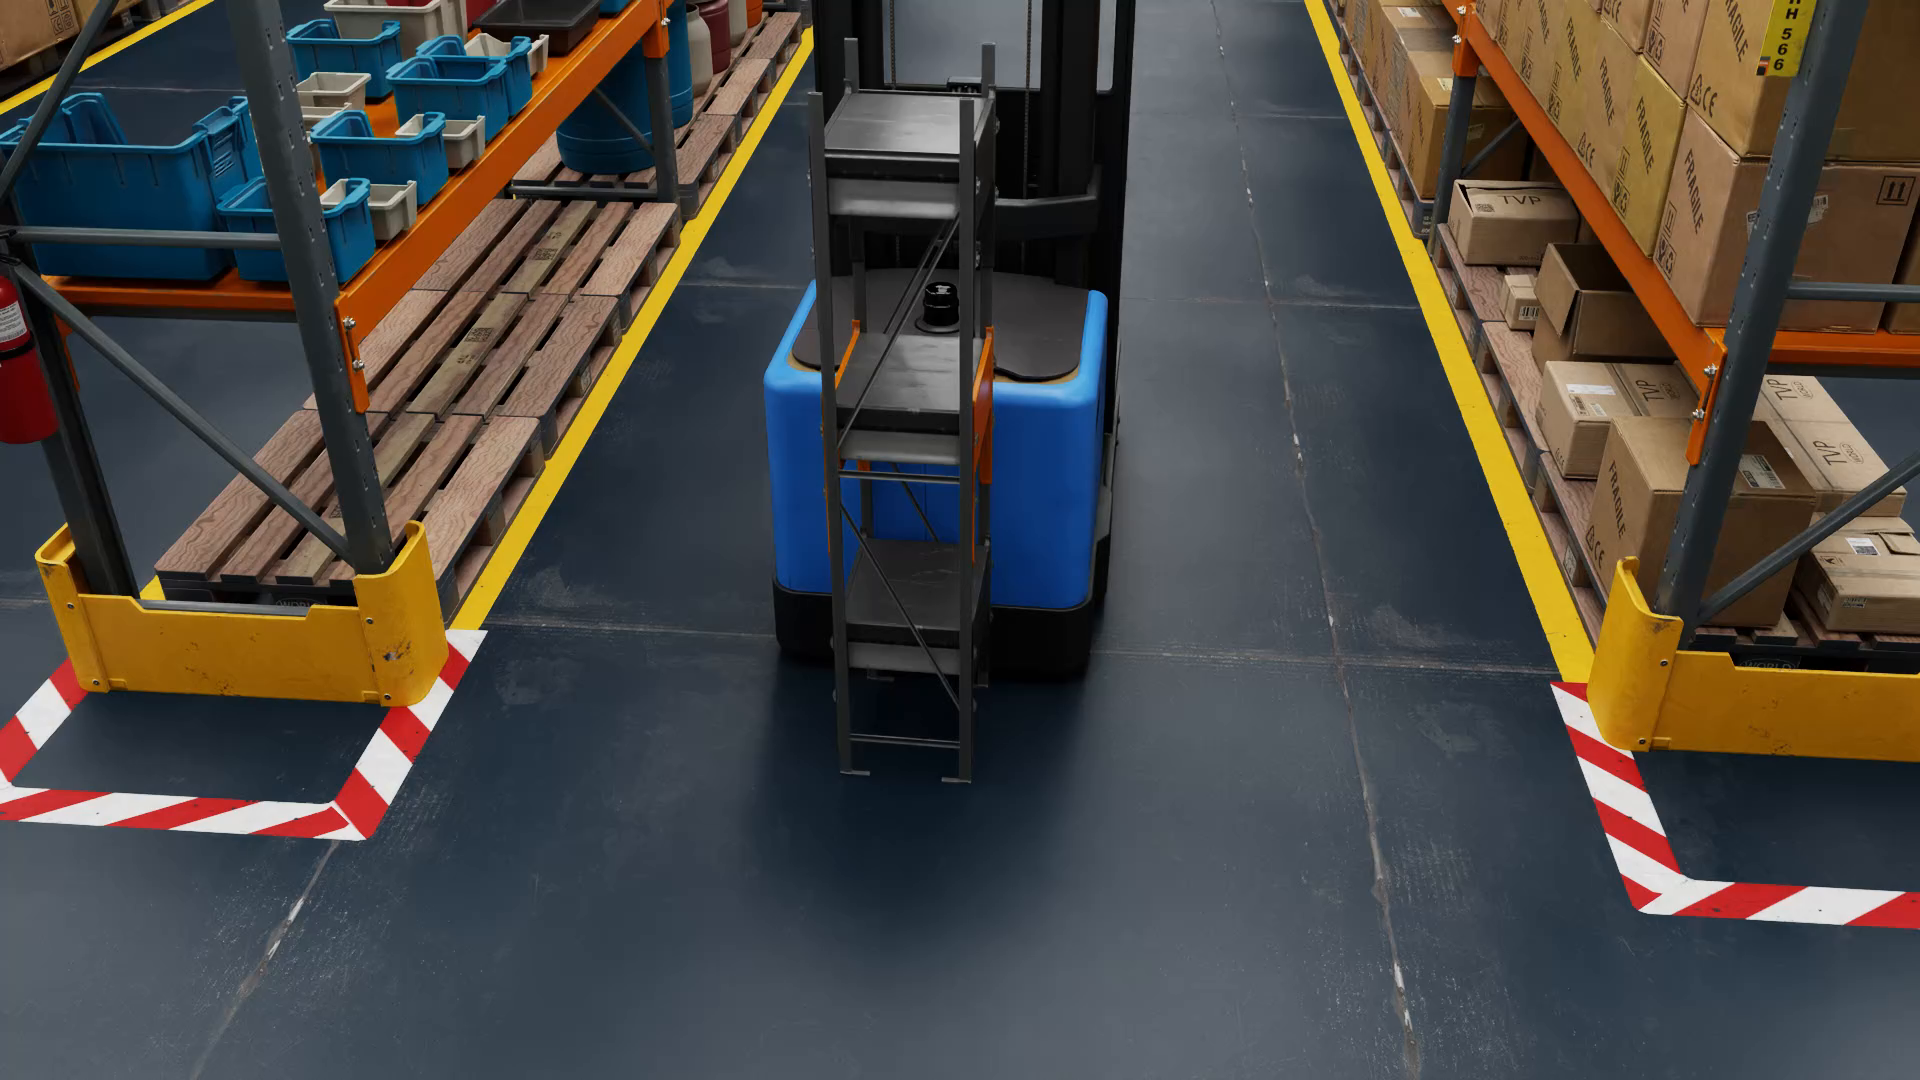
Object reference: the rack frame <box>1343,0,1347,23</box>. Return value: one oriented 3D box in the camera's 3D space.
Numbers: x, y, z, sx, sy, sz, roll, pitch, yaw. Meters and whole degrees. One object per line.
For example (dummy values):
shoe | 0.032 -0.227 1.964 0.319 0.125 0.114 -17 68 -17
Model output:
rack frame | 3.261 -4.831 11.230 1.000 3.000 0.127 2 32 4

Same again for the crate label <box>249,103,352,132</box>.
crate label | -2.404 -1.506 6.029 0.396 0.136 0.243 2 32 4

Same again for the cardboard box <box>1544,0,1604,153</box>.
cardboard box | 2.501 -1.732 6.106 0.500 0.500 0.500 2 32 3

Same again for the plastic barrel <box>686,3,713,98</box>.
plastic barrel | -1.747 -3.018 10.259 0.421 0.512 0.421 0 32 0

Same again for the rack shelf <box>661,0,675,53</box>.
rack shelf | -1.838 -3.692 10.068 1.077 0.370 4.000 2 32 4

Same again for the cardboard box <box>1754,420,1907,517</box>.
cardboard box | 2.978 -0.198 5.914 0.500 0.250 0.500 2 32 4

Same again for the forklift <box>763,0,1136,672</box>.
forklift | 0.075 -1.572 6.007 1.130 2.935 3.031 4 32 6

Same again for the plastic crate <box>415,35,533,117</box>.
plastic crate | -1.847 -1.776 6.375 0.416 0.233 0.300 2 32 4

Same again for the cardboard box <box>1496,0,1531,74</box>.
cardboard box | 2.584 -2.259 6.962 0.500 0.500 0.500 3 32 5

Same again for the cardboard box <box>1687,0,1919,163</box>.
cardboard box | 2.372 -1.361 4.550 0.500 0.500 0.500 2 32 4

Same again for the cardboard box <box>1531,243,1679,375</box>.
cardboard box | 2.788 -0.881 6.781 0.797 0.503 0.637 2 32 4

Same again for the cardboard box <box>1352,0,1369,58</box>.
cardboard box | 2.903 -3.454 10.959 0.500 0.500 0.500 1 32 2

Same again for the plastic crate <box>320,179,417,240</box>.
plastic crate | -1.870 -1.054 5.295 0.250 0.136 0.298 2 32 4

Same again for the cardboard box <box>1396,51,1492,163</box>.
cardboard box | 2.739 -2.391 9.234 0.500 0.500 0.500 3 32 4

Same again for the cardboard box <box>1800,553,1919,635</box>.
cardboard box | 2.987 0.174 5.406 0.380 0.149 0.250 2 32 4

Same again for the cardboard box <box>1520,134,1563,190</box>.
cardboard box | 3.218 -2.105 8.770 0.500 0.500 0.500 1 32 2

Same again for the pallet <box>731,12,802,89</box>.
pallet | -1.698 -3.443 11.636 1.003 0.211 1.213 2 32 4

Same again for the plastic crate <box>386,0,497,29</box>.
plastic crate | -2.324 -2.550 7.410 0.402 0.464 0.583 2 32 4

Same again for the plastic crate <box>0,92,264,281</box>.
plastic crate | -2.485 -1.085 5.061 0.616 0.435 0.499 2 32 4

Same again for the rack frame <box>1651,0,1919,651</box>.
rack frame | 2.610 -0.648 4.442 1.000 3.000 0.127 2 32 4

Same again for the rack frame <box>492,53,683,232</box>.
rack frame | -2.001 -2.953 8.183 1.000 3.000 0.127 2 32 4

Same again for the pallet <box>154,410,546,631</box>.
pallet | -2.221 -0.104 6.217 1.003 0.211 1.213 2 32 4

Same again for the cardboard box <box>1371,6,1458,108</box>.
cardboard box | 2.819 -2.919 10.091 0.500 0.500 0.500 1 32 2

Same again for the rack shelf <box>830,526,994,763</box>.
rack shelf | -0.136 0.314 5.099 0.431 0.518 0.480 4 32 6

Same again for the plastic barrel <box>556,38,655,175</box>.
plastic barrel | -1.940 -2.522 9.083 0.600 0.901 0.708 2 32 4

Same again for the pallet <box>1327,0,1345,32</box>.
pallet | 3.367 -4.073 12.657 1.003 0.211 1.213 2 32 4

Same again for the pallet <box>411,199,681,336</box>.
pallet | -2.022 -1.380 8.288 1.003 0.211 1.213 2 32 4

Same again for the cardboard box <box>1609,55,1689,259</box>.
cardboard box | 2.414 -1.208 5.255 0.500 0.500 0.500 3 32 4

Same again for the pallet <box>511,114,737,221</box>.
pallet | -1.896 -2.168 9.566 1.003 0.211 1.213 2 32 4

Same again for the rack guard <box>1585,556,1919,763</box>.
rack guard | 2.616 0.377 5.162 1.175 0.500 0.348 2 32 4

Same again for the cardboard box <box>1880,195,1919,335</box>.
cardboard box | 2.909 -0.911 4.774 0.500 0.500 0.500 3 32 5

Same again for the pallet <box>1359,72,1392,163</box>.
pallet | 3.061 -2.619 10.298 1.003 0.211 1.213 2 32 4

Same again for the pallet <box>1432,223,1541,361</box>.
pallet | 2.879 -1.193 7.985 1.003 0.211 1.213 2 32 4

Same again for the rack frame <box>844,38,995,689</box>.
rack frame | -0.107 -0.420 4.930 0.400 2.100 0.015 4 32 6

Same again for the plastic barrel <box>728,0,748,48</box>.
plastic barrel | -1.655 -3.609 11.217 0.421 0.512 0.421 0 32 0

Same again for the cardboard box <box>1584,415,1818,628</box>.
cardboard box | 2.409 -0.066 5.461 0.500 0.500 0.500 2 32 4

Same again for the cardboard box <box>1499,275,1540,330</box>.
cardboard box | 2.626 -1.058 7.388 0.380 0.166 0.250 2 32 4

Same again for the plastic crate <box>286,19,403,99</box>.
plastic crate | -2.415 -1.900 6.577 0.416 0.233 0.300 2 32 4

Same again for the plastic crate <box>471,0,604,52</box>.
plastic crate | -1.824 -2.265 7.271 0.437 0.125 0.590 2 32 4

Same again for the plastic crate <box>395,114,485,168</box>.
plastic crate | -1.814 -1.409 5.871 0.250 0.136 0.298 2 32 4

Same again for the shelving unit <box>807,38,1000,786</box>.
shelving unit | -0.136 -0.293 4.724 0.431 2.100 0.503 4 32 6

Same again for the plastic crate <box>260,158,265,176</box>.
plastic crate | -2.441 -1.209 5.546 0.396 0.136 0.243 2 32 4

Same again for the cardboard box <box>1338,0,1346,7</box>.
cardboard box | 3.061 -4.125 12.305 0.500 0.250 0.500 3 32 5

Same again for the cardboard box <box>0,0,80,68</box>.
cardboard box | -6.769 -3.705 11.027 1.225 0.875 0.875 3 32 4

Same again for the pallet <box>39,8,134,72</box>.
pallet | -6.751 -3.660 11.988 1.003 0.211 1.213 2 32 4

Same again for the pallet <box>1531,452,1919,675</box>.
pallet | 2.680 0.083 5.915 1.003 0.211 1.213 2 32 4

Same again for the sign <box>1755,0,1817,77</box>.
sign | 2.059 -1.309 4.111 0.100 0.325 0.005 2 32 4

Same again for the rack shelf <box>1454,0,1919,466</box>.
rack shelf | 2.773 -1.387 6.328 1.077 0.370 4.000 2 32 4

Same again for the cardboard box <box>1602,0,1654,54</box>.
cardboard box | 2.450 -1.896 5.419 0.500 0.500 0.500 3 32 5
